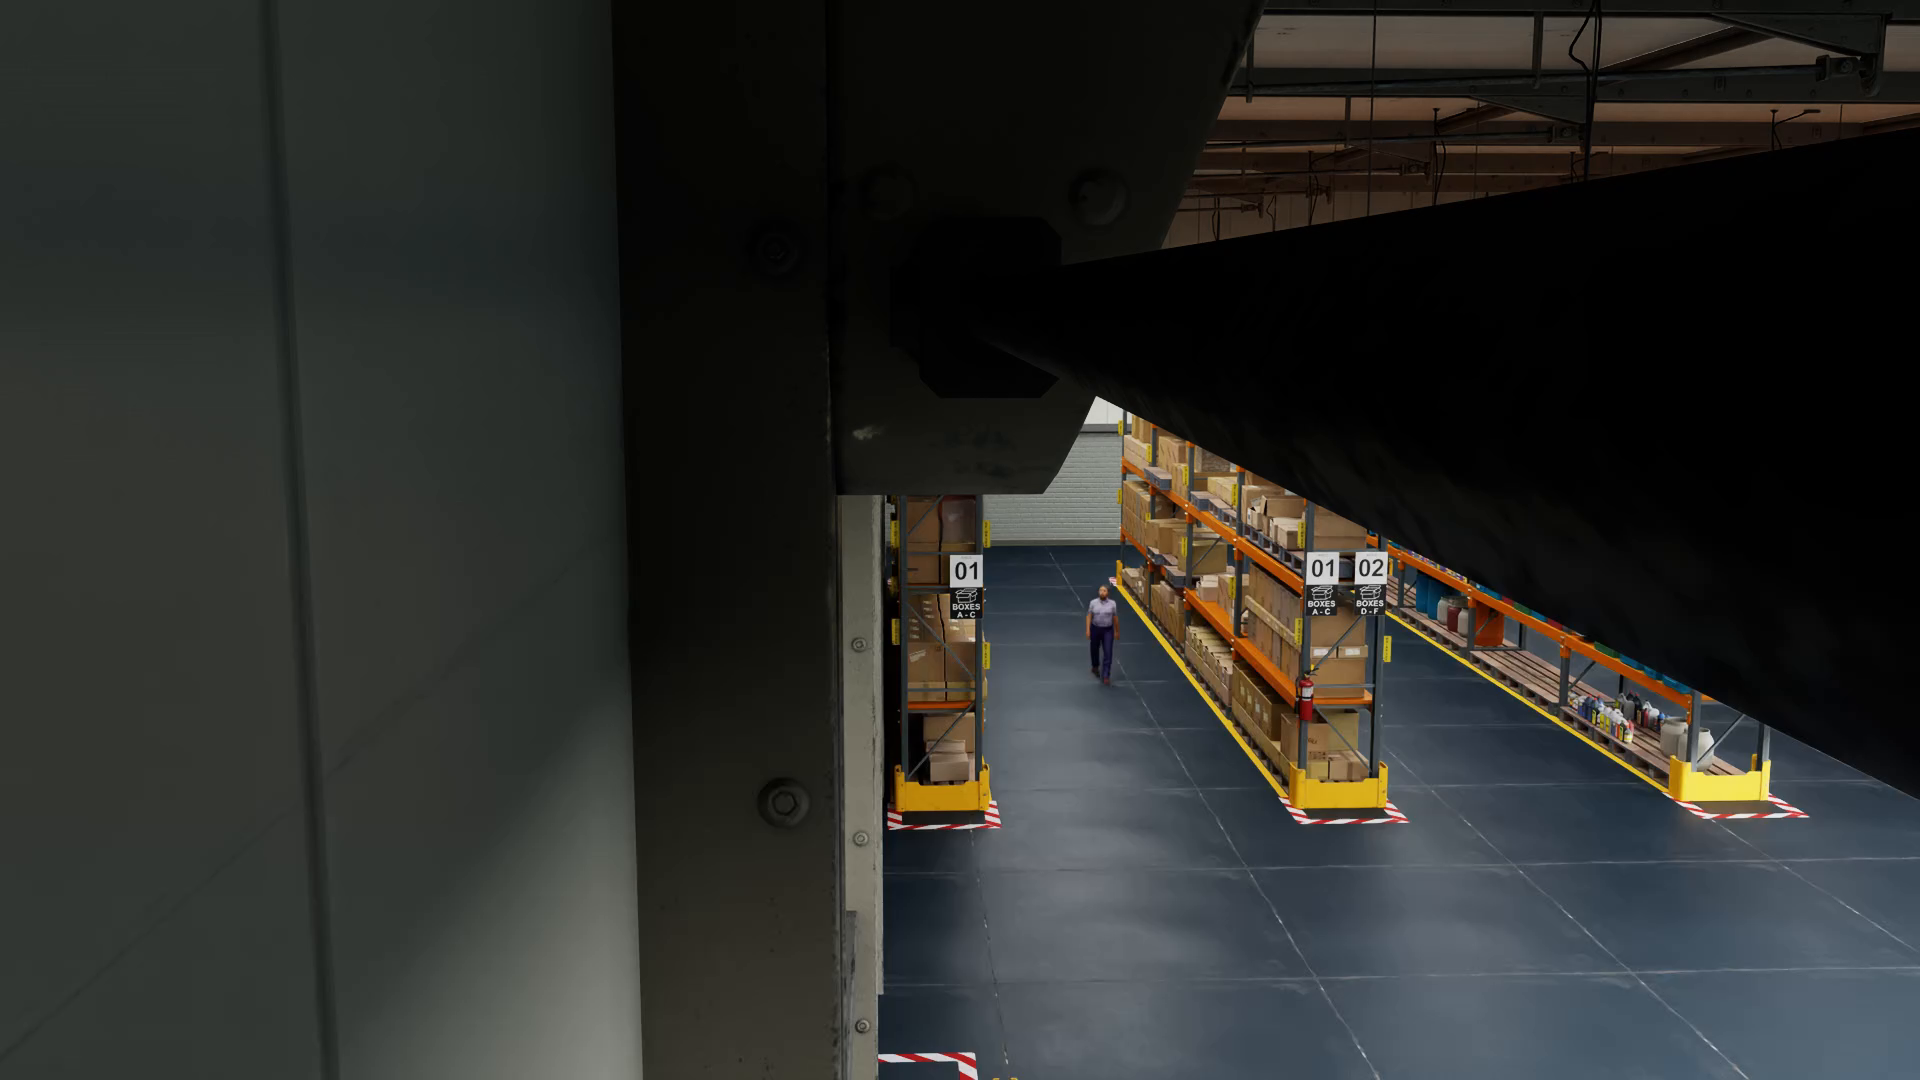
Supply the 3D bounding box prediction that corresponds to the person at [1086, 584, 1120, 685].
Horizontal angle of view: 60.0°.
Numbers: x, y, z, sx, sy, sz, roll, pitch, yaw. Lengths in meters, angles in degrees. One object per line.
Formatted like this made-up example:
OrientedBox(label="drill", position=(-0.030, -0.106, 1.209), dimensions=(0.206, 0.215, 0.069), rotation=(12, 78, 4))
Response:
OrientedBox(label="person", position=(2.353, 1.515, 27.361), dimensions=(0.560, 1.579, 1.048), rotation=(1, 8, 8))
